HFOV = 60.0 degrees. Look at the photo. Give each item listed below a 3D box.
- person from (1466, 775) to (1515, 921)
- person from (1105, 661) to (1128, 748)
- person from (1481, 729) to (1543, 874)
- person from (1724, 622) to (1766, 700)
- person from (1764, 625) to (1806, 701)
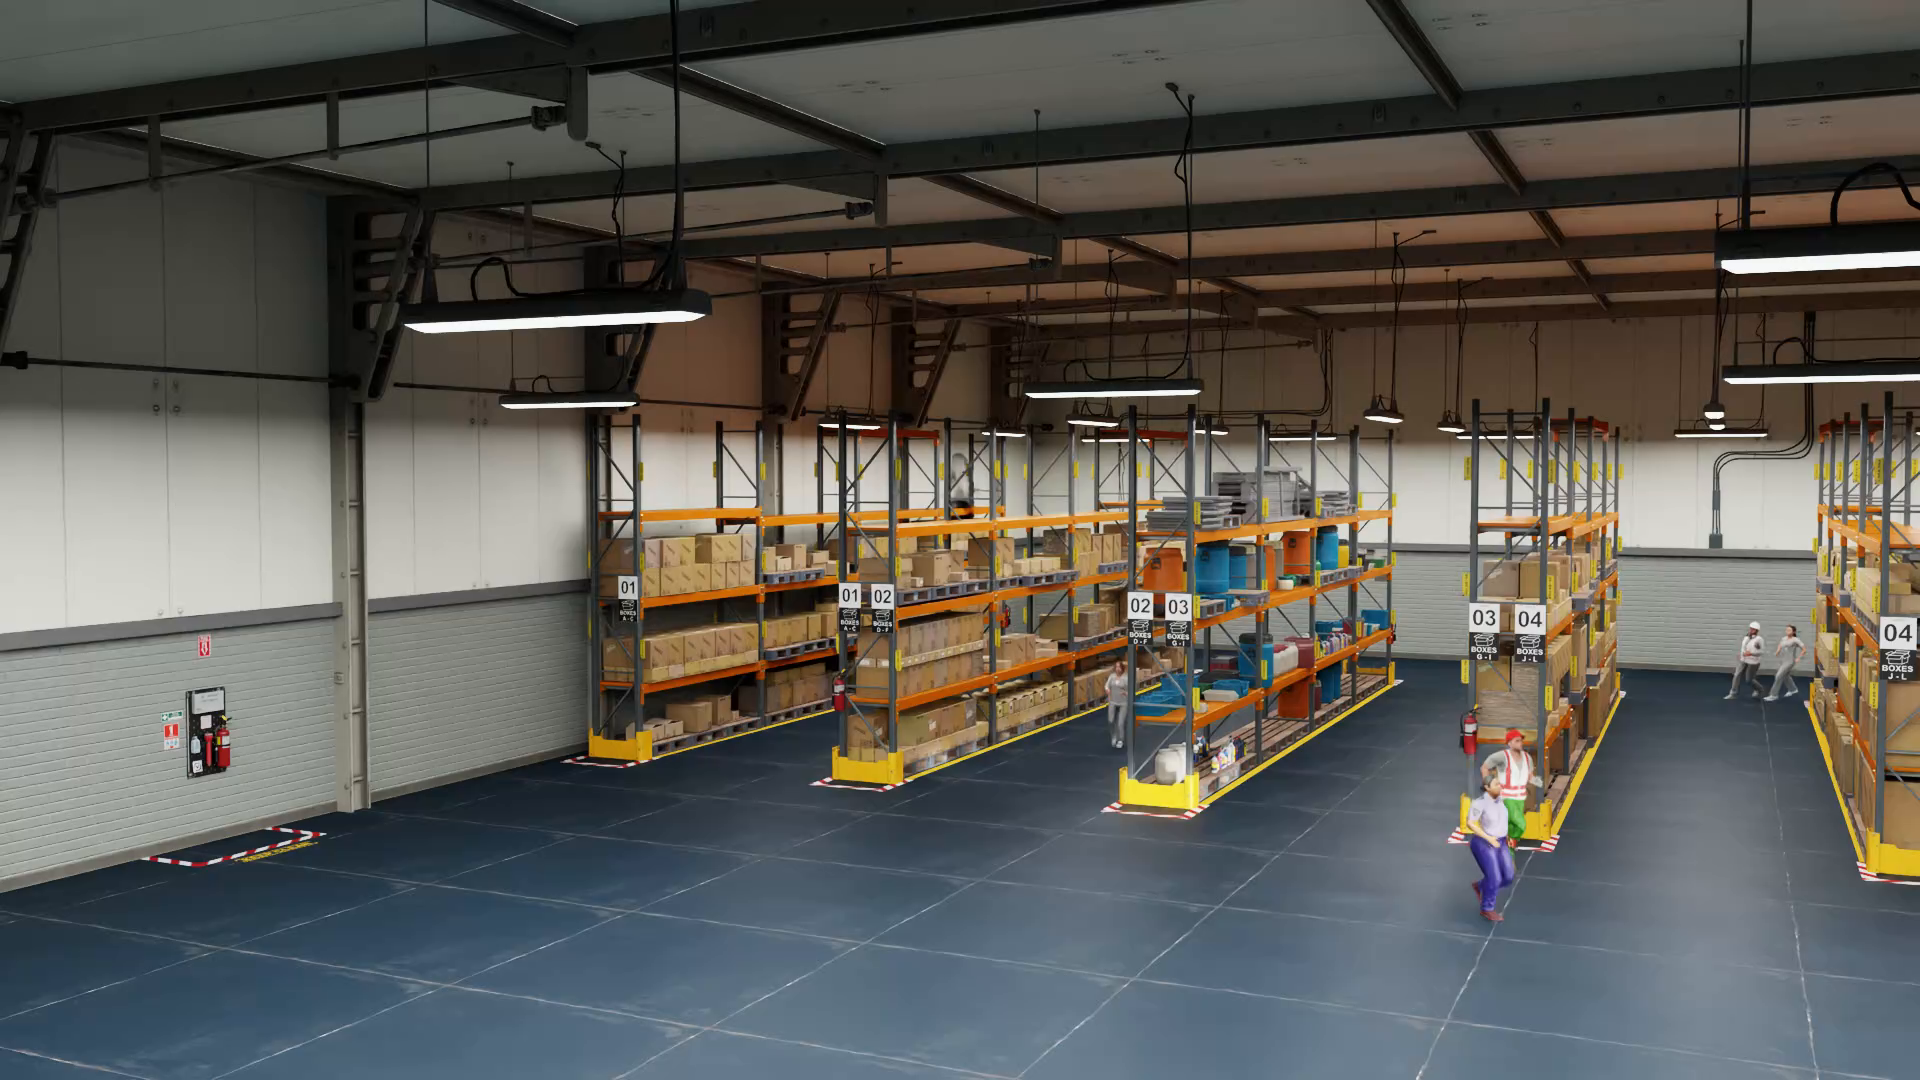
[{"bbox_3d":[5.919,3.476,18.644,0.610,1.532,0.530,-2,3,-35],"label":"person"},{"bbox_3d":[2.832,2.972,29.951,0.520,1.569,0.592,1,2,14],"label":"person"},{"bbox_3d":[6.928,3.257,20.858,0.603,1.784,0.811,-1,3,-25],"label":"person"},{"bbox_3d":[17.223,2.638,36.177,0.896,1.727,0.711,-1,3,-23],"label":"person"},{"bbox_3d":[18.023,2.676,36.236,0.913,1.666,0.642,-1,2,-12],"label":"person"}]
